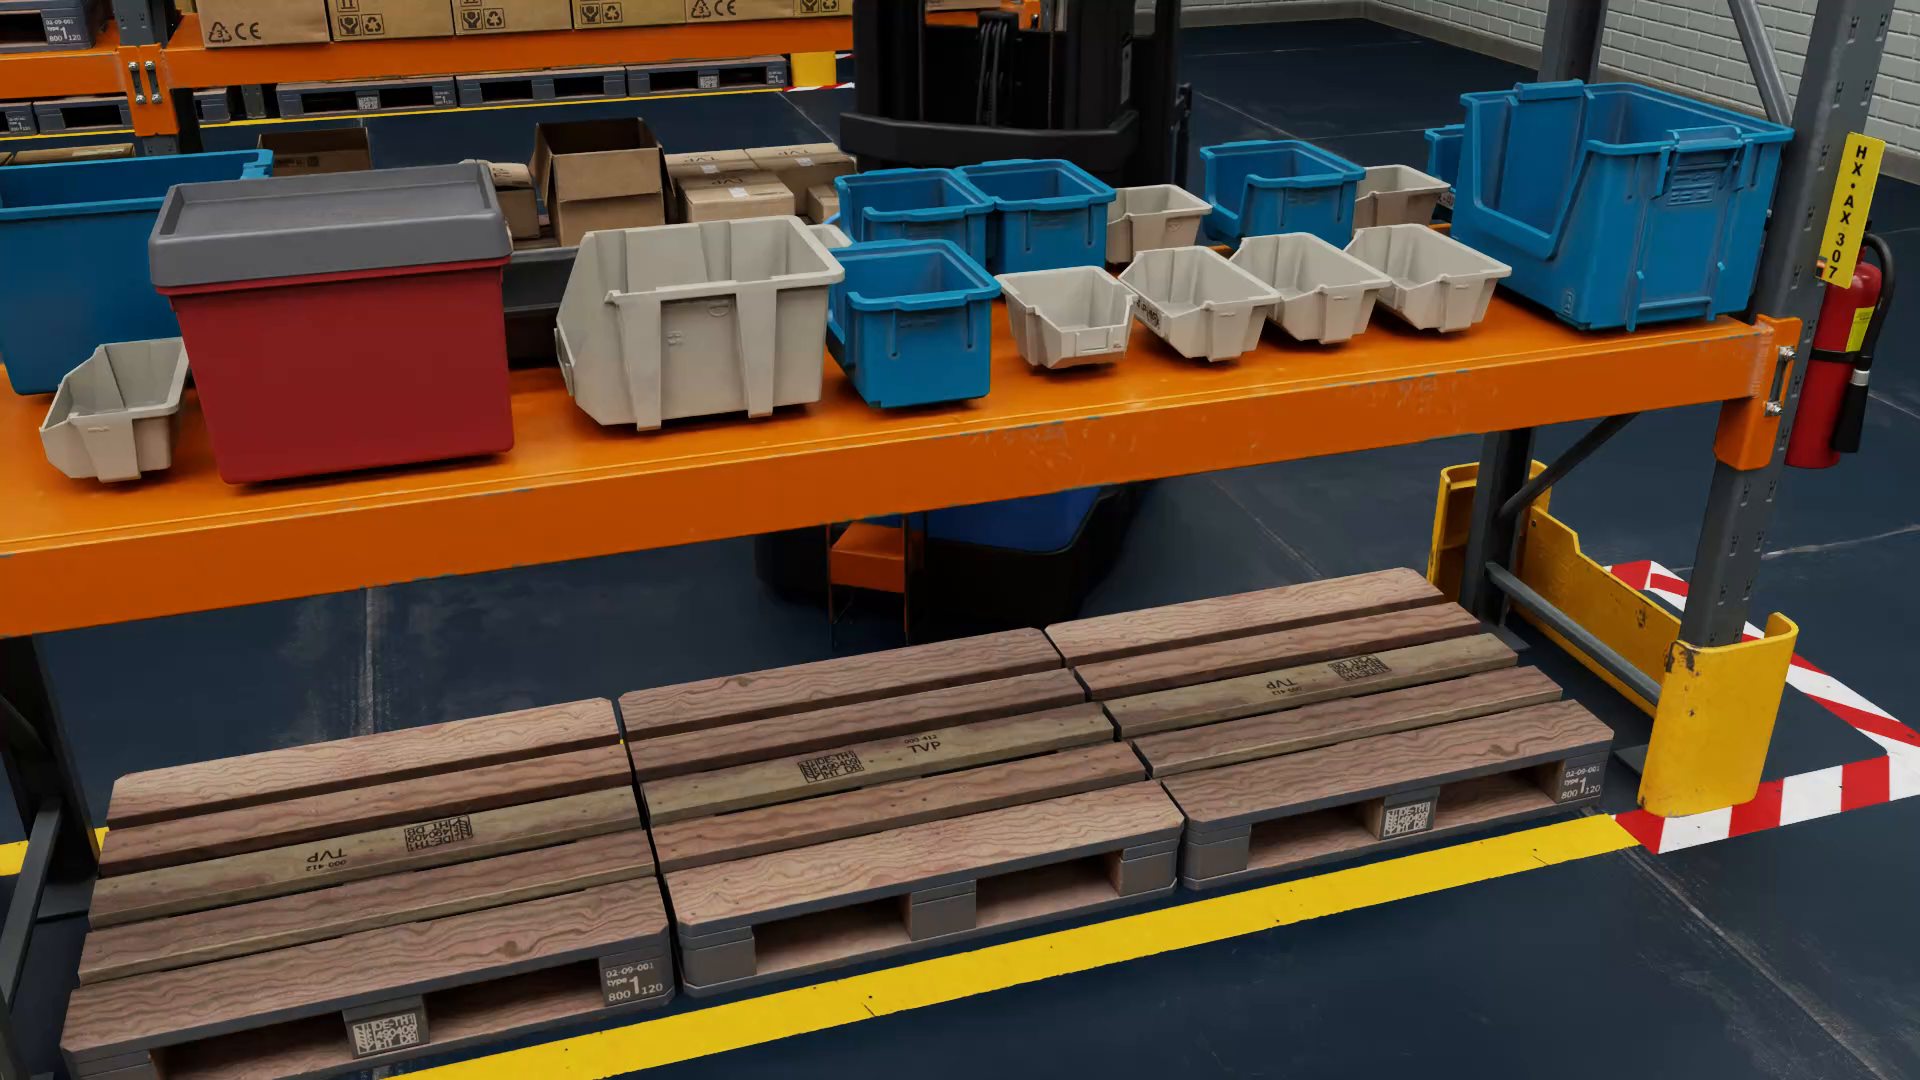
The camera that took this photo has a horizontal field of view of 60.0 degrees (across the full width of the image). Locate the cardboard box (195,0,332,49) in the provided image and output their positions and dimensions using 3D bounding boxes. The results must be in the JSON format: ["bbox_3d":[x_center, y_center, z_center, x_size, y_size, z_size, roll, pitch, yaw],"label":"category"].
[{"bbox_3d":[-3.001,-2.422,7.144,0.500,0.500,0.500,-8,27,-15],"label":"cardboard box"}]

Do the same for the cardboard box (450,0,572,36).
[{"bbox_3d":[-2.039,-2.562,7.425,0.500,0.500,0.500,-8,28,-16],"label":"cardboard box"}]

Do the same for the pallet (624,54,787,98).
[{"bbox_3d":[-2.041,-3.675,12.916,1.213,0.211,1.003,-8,28,-16],"label":"pallet"}]

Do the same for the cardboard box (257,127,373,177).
[{"bbox_3d":[-3.116,-1.698,8.114,0.500,0.500,0.500,-8,28,-16],"label":"cardboard box"}]

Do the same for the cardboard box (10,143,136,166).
[{"bbox_3d":[-4.106,-1.537,7.788,0.500,0.500,0.500,-10,28,-18],"label":"cardboard box"}]

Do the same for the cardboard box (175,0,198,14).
[{"bbox_3d":[-5.686,-3.597,11.568,0.750,0.750,0.750,-8,27,-15],"label":"cardboard box"}]

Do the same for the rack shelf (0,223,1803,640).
[{"bbox_3d":[-0.138,-0.281,3.752,4.000,0.370,1.077,-8,28,-16],"label":"rack shelf"}]

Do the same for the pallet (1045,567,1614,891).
[{"bbox_3d":[0.967,0.468,4.571,1.213,0.211,1.003,-8,28,-16],"label":"pallet"}]

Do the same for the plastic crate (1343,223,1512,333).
[{"bbox_3d":[1.044,-0.599,3.811,0.243,0.136,0.396,-8,28,-16],"label":"plastic crate"}]

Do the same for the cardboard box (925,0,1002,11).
[{"bbox_3d":[-0.109,-2.841,7.988,0.500,0.500,0.500,-7,27,-15],"label":"cardboard box"}]

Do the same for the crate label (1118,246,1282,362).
[{"bbox_3d":[0.507,-0.516,3.645,0.243,0.136,0.396,-8,28,-16],"label":"crate label"}]

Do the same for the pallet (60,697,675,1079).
[{"bbox_3d":[-1.353,0.804,3.894,1.213,0.211,1.003,-8,28,-16],"label":"pallet"}]

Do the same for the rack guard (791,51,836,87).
[{"bbox_3d":[-1.282,-3.951,13.146,0.348,0.500,1.175,-8,28,-16],"label":"rack guard"}]

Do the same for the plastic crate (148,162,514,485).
[{"bbox_3d":[-1.113,-0.400,3.044,0.583,0.464,0.402,-8,28,-16],"label":"plastic crate"}]

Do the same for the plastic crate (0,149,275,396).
[{"bbox_3d":[-1.702,-0.556,3.447,0.575,0.384,0.392,-8,28,-16],"label":"plastic crate"}]

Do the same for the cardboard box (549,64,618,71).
[{"bbox_3d":[-2.893,-3.859,12.488,0.500,0.500,0.700,-9,28,-18],"label":"cardboard box"}]

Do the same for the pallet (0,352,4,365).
[{"bbox_3d":[-4.332,-1.046,7.619,1.213,0.211,1.003,-8,28,-16],"label":"pallet"}]

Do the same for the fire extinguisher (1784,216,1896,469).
[{"bbox_3d":[2.048,-0.506,3.901,0.183,0.674,0.296,-8,28,-16],"label":"fire extinguisher"}]

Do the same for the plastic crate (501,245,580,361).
[{"bbox_3d":[-1.059,-0.499,3.624,0.590,0.125,0.437,-8,28,-16],"label":"plastic crate"}]

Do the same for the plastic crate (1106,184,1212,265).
[{"bbox_3d":[0.451,-0.790,4.197,0.298,0.136,0.250,-8,28,-16],"label":"plastic crate"}]

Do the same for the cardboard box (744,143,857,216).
[{"bbox_3d":[-0.847,-1.915,8.832,0.500,0.250,0.500,-8,28,-16],"label":"cardboard box"}]

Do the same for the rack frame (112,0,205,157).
[{"bbox_3d":[-3.570,-2.423,7.257,0.127,3.000,1.000,-8,28,-16],"label":"rack frame"}]

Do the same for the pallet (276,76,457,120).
[{"bbox_3d":[-4.361,-3.339,12.239,1.213,0.211,1.003,-8,28,-16],"label":"pallet"}]

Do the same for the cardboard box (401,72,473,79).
[{"bbox_3d":[-3.886,-3.713,12.194,0.500,0.500,0.700,-9,28,-17],"label":"cardboard box"}]

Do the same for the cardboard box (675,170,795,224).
[{"bbox_3d":[-1.120,-1.642,8.281,0.500,0.250,0.500,-8,28,-16],"label":"cardboard box"}]

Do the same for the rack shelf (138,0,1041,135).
[{"bbox_3d":[-1.669,-2.376,7.971,4.000,0.370,1.077,-8,28,-16],"label":"rack shelf"}]

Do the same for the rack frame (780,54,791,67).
[{"bbox_3d":[-1.305,-5.067,12.584,0.127,3.000,1.000,-8,28,-16],"label":"rack frame"}]

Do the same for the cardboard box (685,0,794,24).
[{"bbox_3d":[-1.077,-2.702,7.707,0.500,0.500,0.500,-8,28,-16],"label":"cardboard box"}]

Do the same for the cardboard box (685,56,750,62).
[{"bbox_3d":[-1.939,-3.997,12.767,0.500,0.500,0.700,-8,28,-16],"label":"cardboard box"}]

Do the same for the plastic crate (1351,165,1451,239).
[{"bbox_3d":[1.096,-0.883,4.385,0.298,0.136,0.250,-8,28,-16],"label":"plastic crate"}]

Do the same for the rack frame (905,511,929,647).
[{"bbox_3d":[-0.129,-0.141,4.854,0.008,1.050,0.200,8,27,15],"label":"rack frame"}]

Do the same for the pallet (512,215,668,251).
[{"bbox_3d":[-1.755,-1.437,8.408,1.213,0.211,1.003,-8,28,-16],"label":"pallet"}]

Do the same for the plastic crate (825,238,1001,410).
[{"bbox_3d":[-0.110,-0.439,3.382,0.300,0.233,0.416,-8,28,-16],"label":"plastic crate"}]

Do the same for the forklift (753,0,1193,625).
[{"bbox_3d":[0.266,-1.690,5.858,1.130,2.935,3.031,8,27,16],"label":"forklift"}]

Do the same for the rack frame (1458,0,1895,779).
[{"bbox_3d":[1.763,-0.879,4.147,0.127,3.000,1.000,-8,28,-16],"label":"rack frame"}]

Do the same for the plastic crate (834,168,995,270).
[{"bbox_3d":[-0.111,-0.713,3.934,0.300,0.233,0.416,-8,28,-16],"label":"plastic crate"}]

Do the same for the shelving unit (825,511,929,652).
[{"bbox_3d":[-0.246,-0.157,4.885,0.252,1.050,0.215,8,27,15],"label":"shelving unit"}]

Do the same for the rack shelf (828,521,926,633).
[{"bbox_3d":[-0.246,0.102,5.013,0.240,0.259,0.215,8,27,15],"label":"rack shelf"}]

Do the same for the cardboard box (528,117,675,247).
[{"bbox_3d":[-1.786,-1.762,8.239,0.637,0.503,0.797,-8,28,-16],"label":"cardboard box"}]
